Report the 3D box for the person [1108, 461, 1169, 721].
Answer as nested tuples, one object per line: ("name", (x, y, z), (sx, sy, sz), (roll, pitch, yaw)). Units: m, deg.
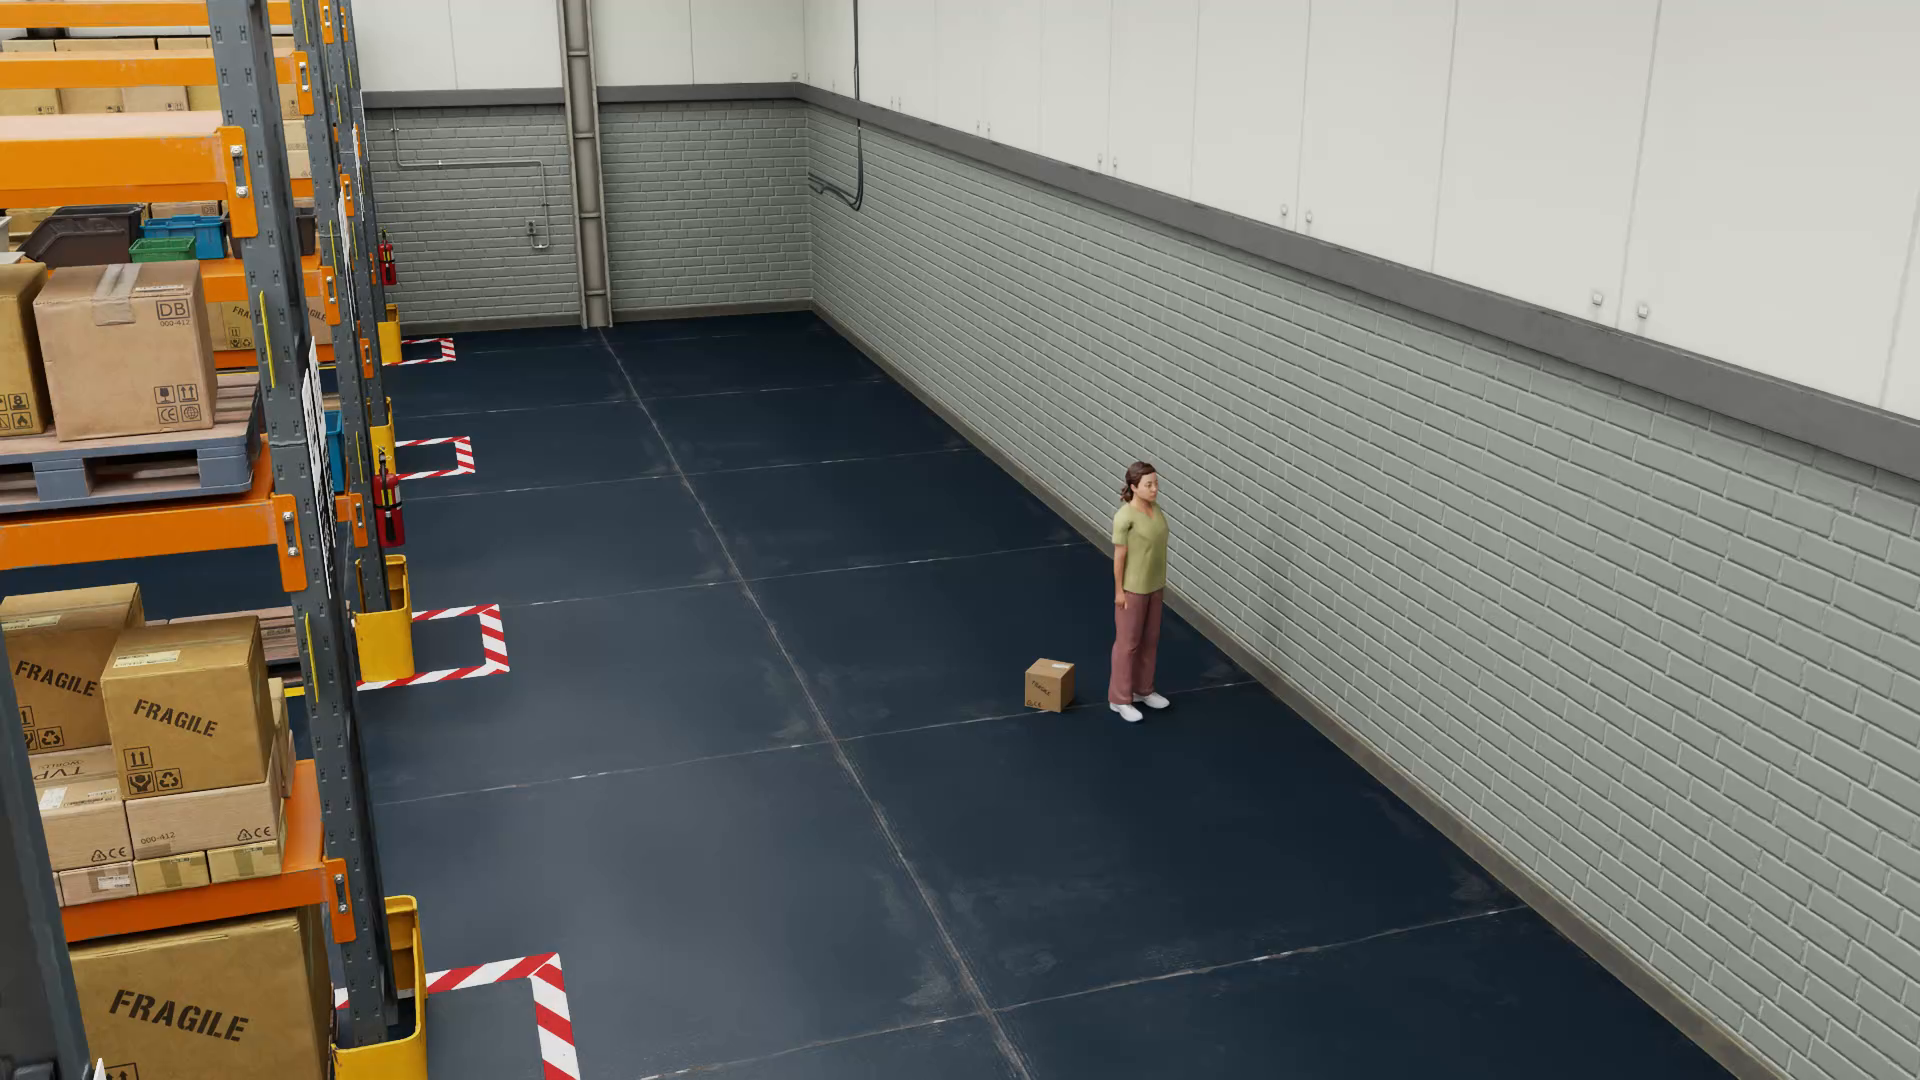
("person", (1.160, 0.309, 10.688), (0.364, 1.674, 0.431), (17, 25, 40))
